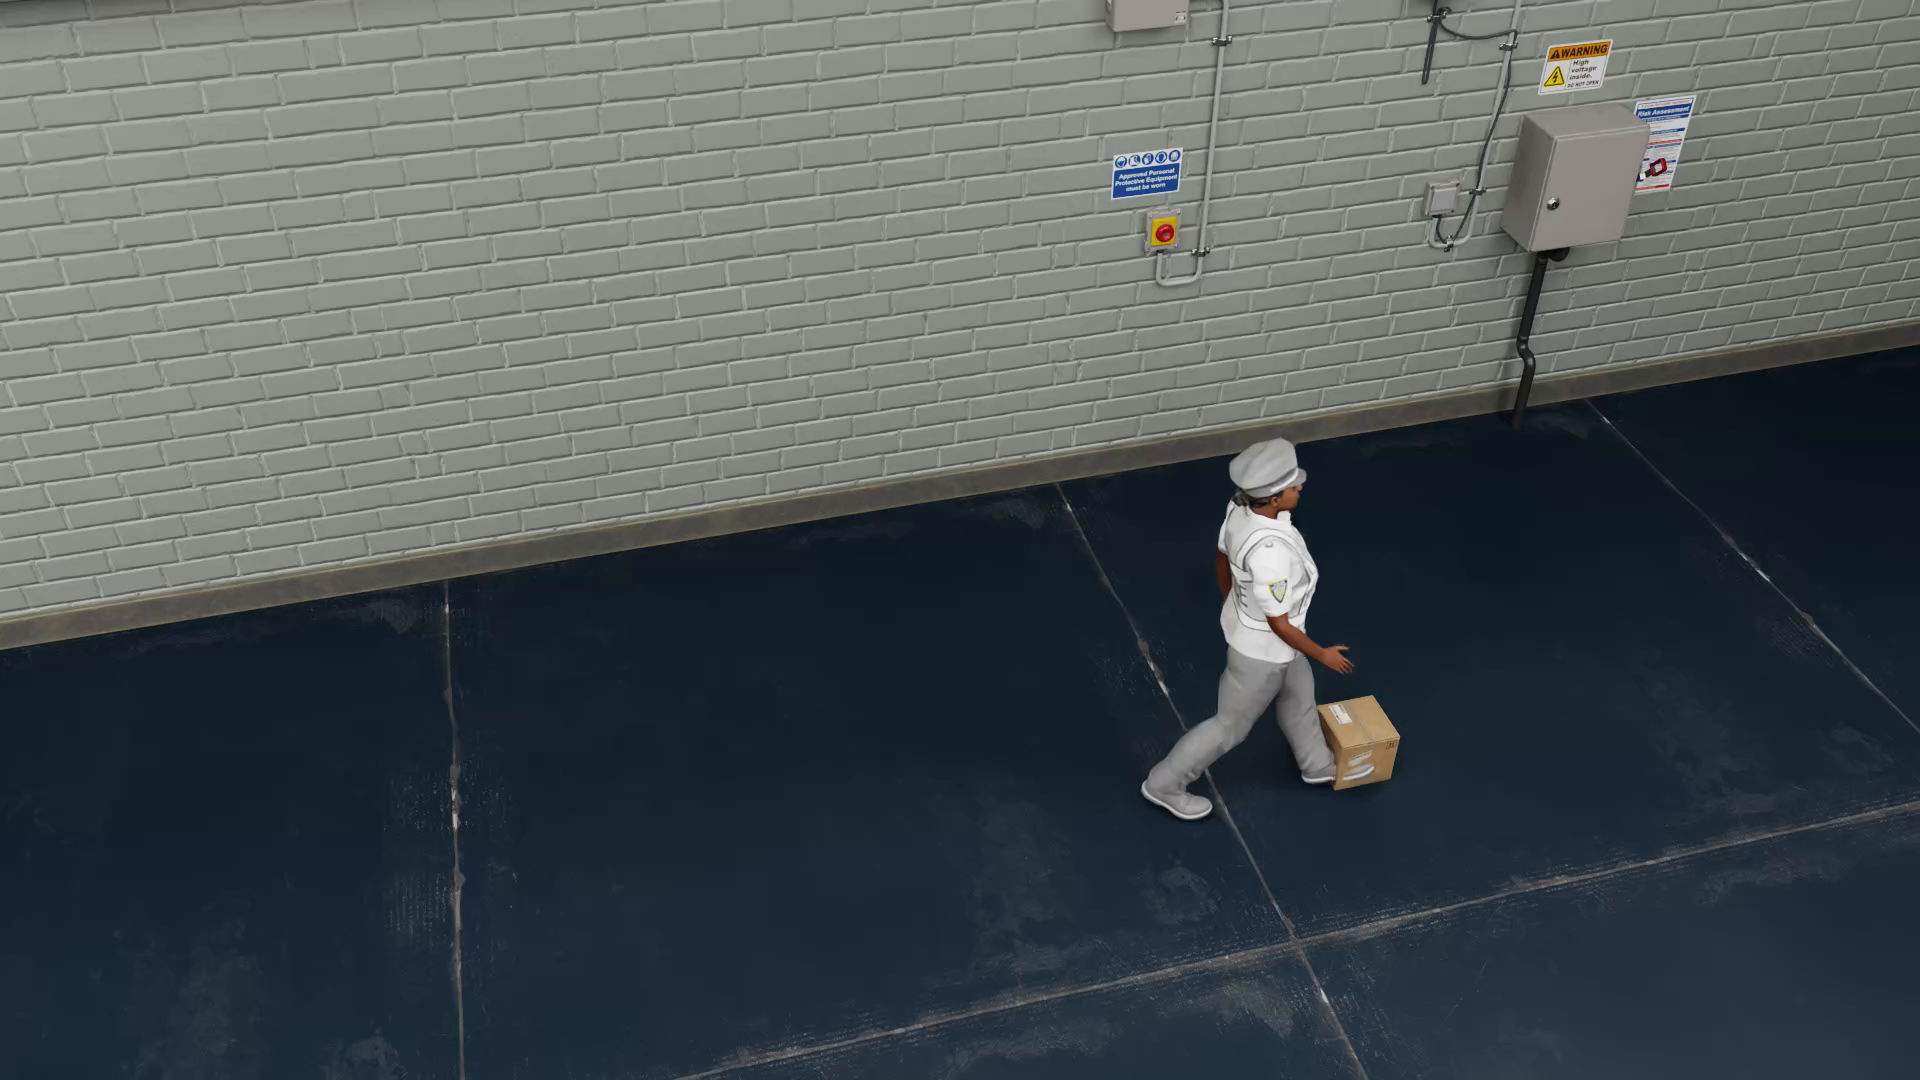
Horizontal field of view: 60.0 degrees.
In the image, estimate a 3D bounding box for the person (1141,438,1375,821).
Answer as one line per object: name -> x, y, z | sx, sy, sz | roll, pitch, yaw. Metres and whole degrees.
person -> 1.203, 0.345, 6.269 | 0.955, 1.645, 0.508 | 1, 38, 2
